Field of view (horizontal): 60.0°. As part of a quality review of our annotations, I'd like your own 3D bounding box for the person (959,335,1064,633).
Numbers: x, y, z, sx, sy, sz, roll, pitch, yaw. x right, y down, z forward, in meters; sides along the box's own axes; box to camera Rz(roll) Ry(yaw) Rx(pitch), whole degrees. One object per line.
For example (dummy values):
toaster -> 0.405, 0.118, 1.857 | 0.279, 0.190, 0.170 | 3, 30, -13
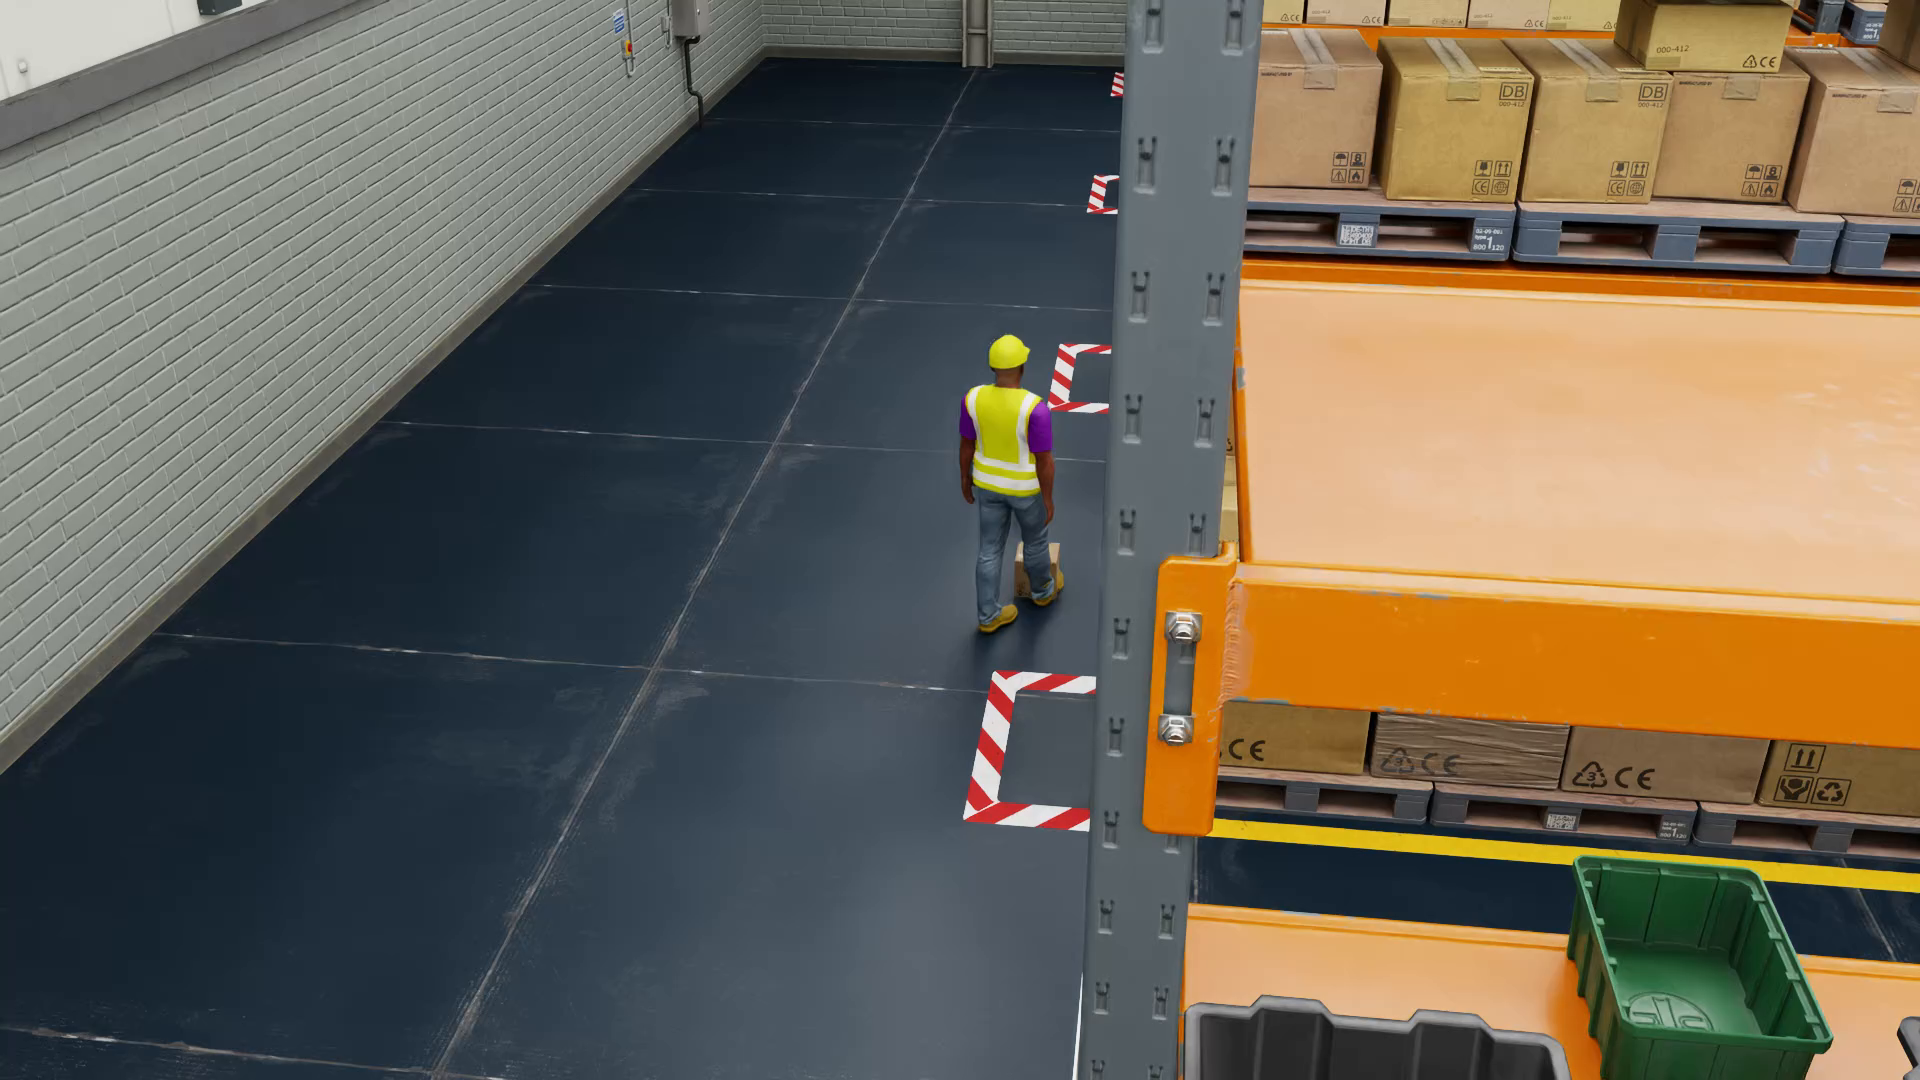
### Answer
person -> 0.325, -0.370, 9.399 | 0.586, 1.753, 0.742 | 12, 30, 21
